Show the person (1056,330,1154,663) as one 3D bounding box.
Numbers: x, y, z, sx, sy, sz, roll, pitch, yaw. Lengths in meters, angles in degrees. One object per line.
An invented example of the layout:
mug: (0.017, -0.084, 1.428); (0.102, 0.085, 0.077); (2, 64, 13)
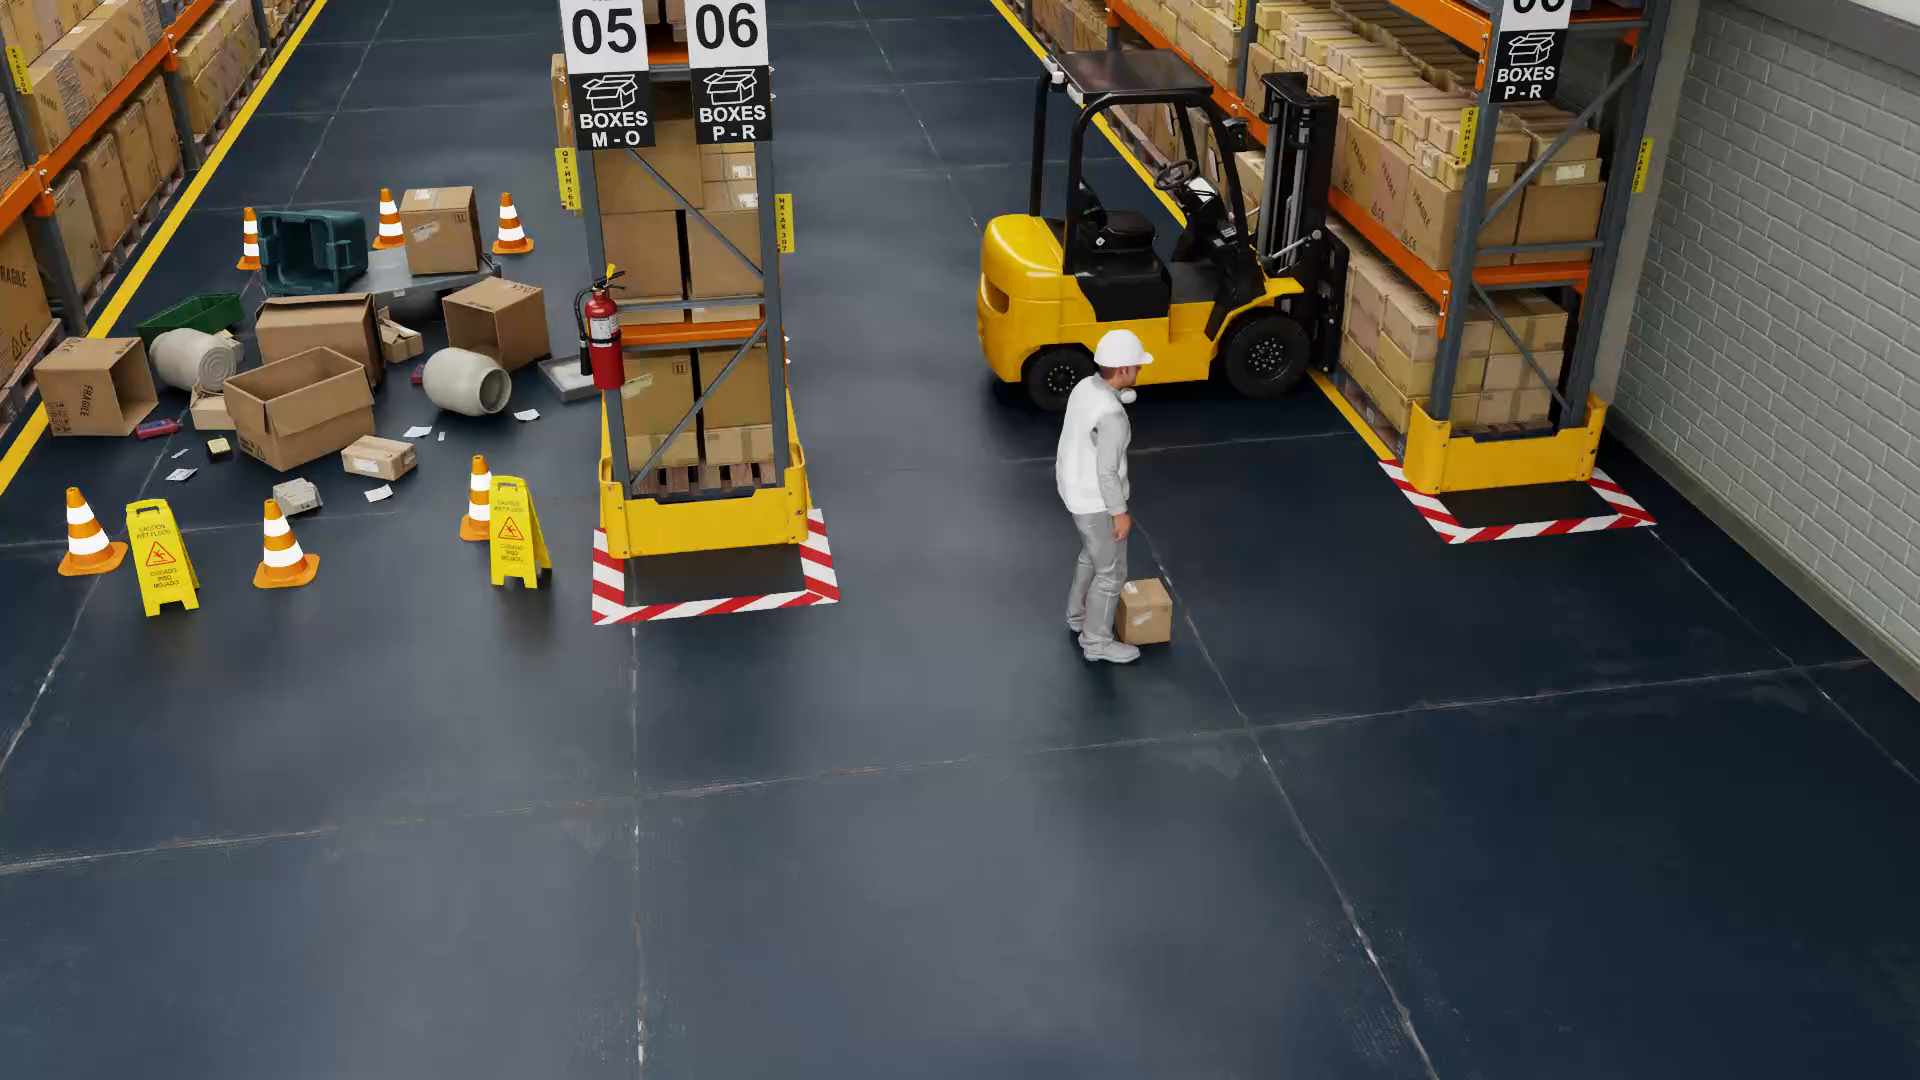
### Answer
person: (0.726, -0.237, 8.517); (0.460, 1.769, 0.581); (-5, 31, -9)
